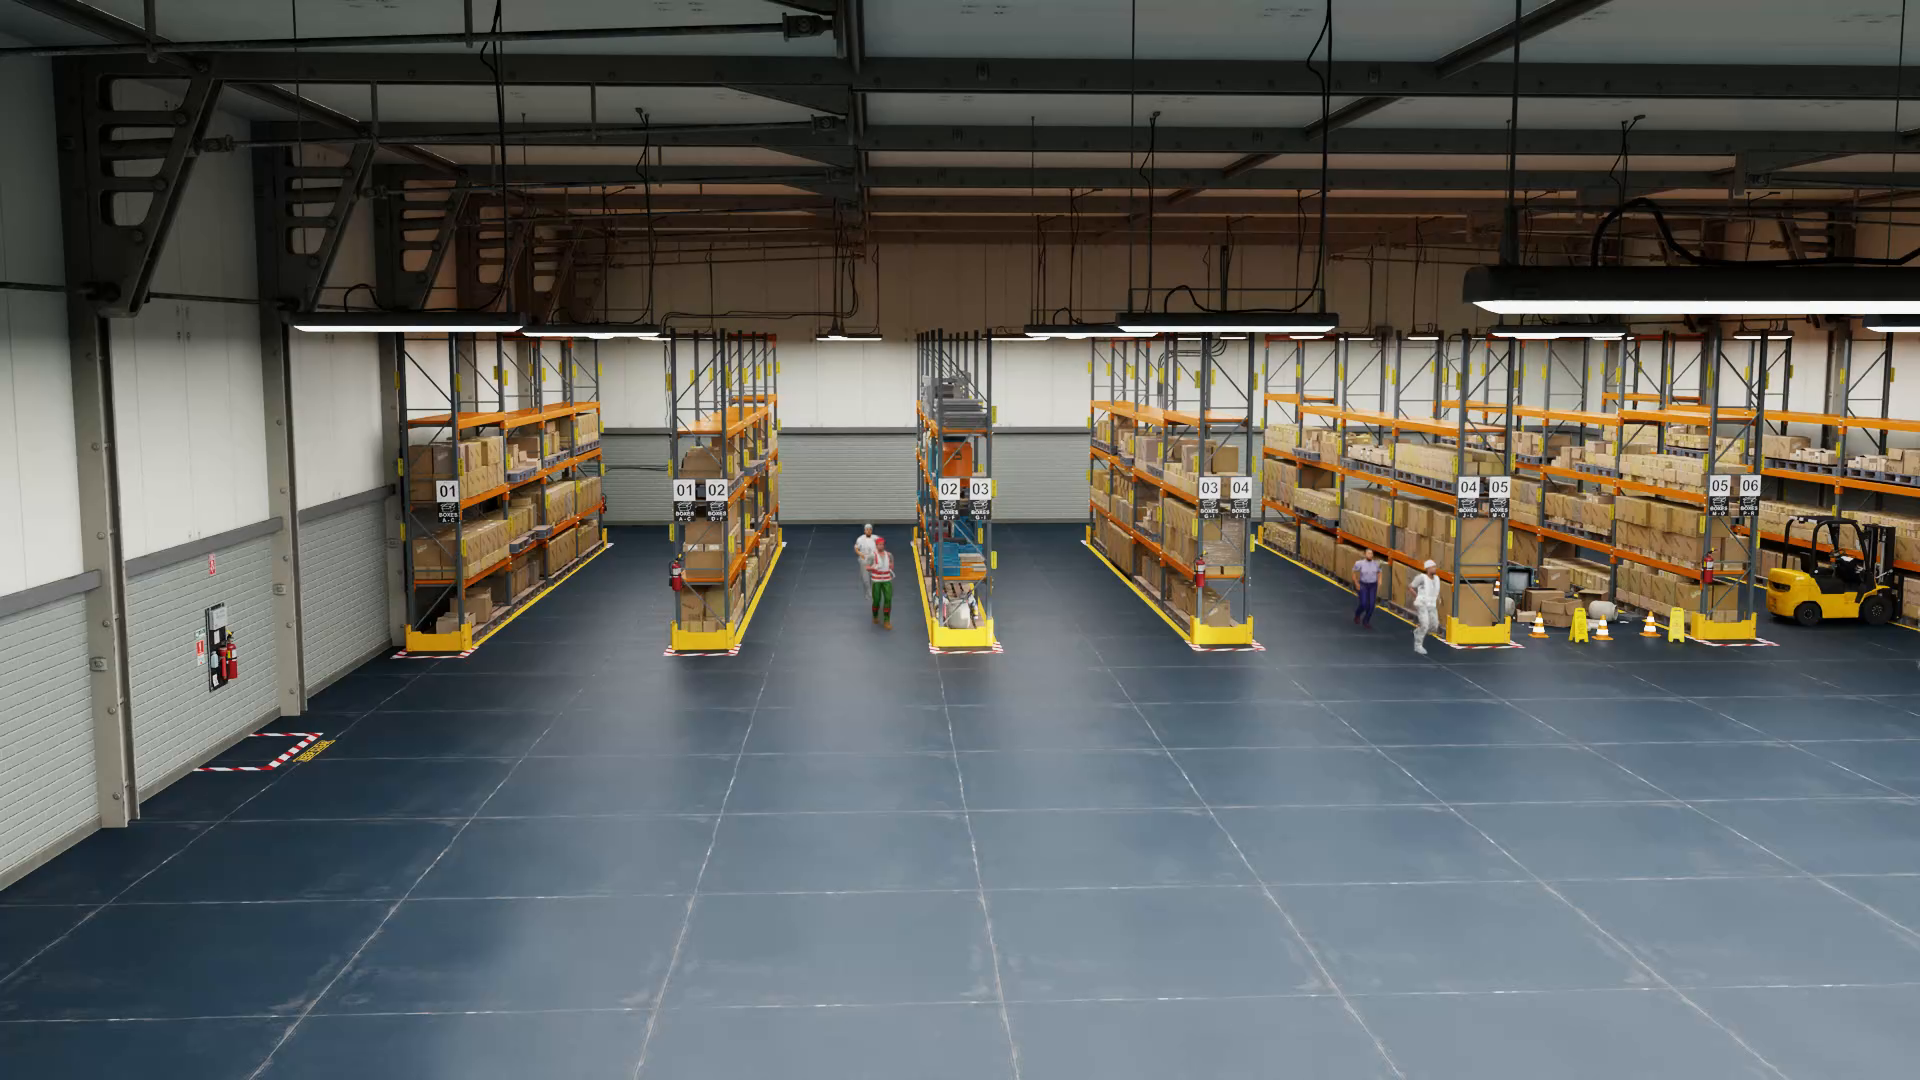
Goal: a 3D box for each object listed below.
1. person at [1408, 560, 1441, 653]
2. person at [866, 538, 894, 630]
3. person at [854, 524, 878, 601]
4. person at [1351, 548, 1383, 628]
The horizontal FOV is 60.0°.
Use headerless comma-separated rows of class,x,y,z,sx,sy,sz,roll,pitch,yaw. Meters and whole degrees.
person,8.723,1.222,31.158,0.700,1.705,0.633,-3,7,-26
person,-1.595,0.864,33.582,0.639,1.832,0.782,-2,7,-16
person,-1.925,0.506,35.114,0.603,1.692,0.573,-1,7,-5
person,8.254,1.014,33.629,0.618,1.530,0.545,-1,7,-7
